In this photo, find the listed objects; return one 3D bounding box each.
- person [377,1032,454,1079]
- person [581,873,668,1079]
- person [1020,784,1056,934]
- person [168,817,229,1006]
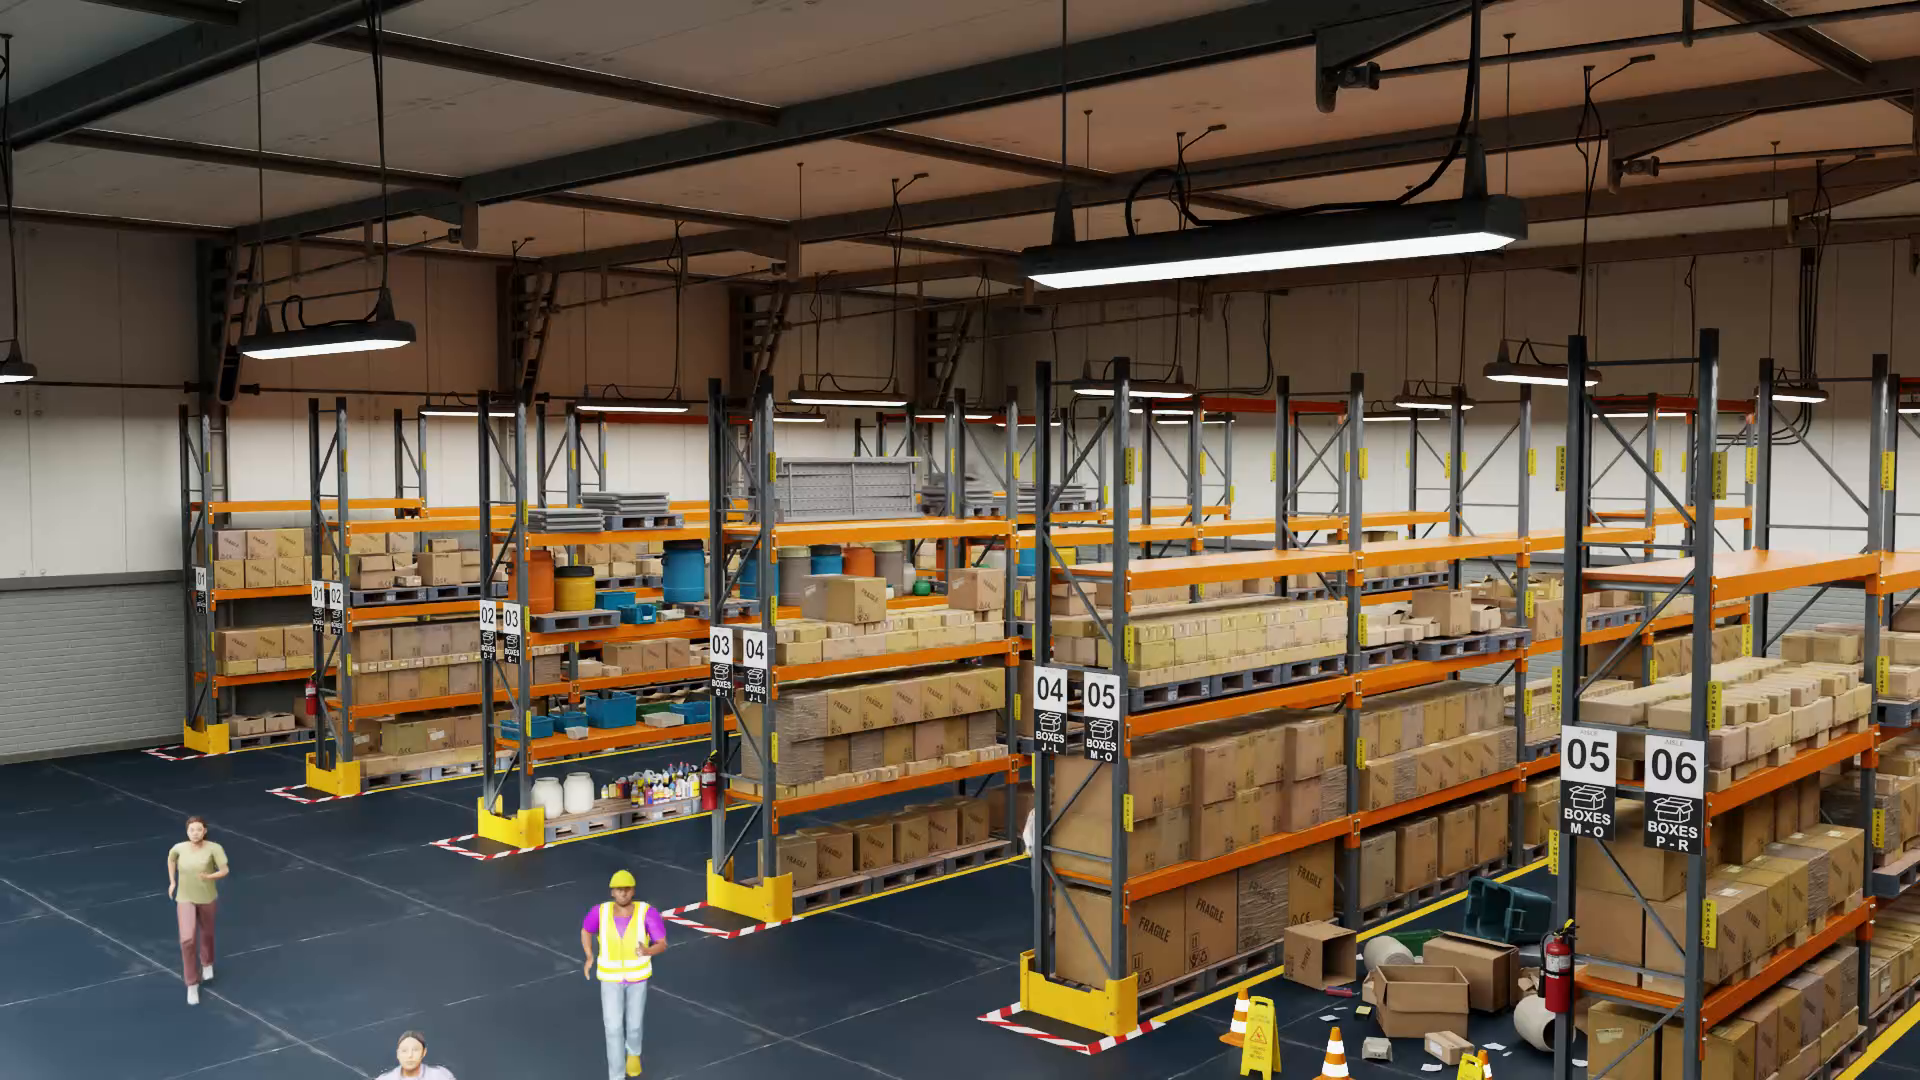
[{"bbox_3d":[-3.357,3.825,10.185,0.603,1.597,0.532,-1,3,-13],"label":"person"},{"bbox_3d":[-2.697,3.548,13.359,0.691,1.769,0.892,-1,3,-11],"label":"person"},{"bbox_3d":[0.885,3.395,17.690,0.596,1.660,0.576,2,4,34],"label":"person"},{"bbox_3d":[-7.253,3.470,15.842,0.555,1.696,0.882,-1,3,-21],"label":"person"}]
